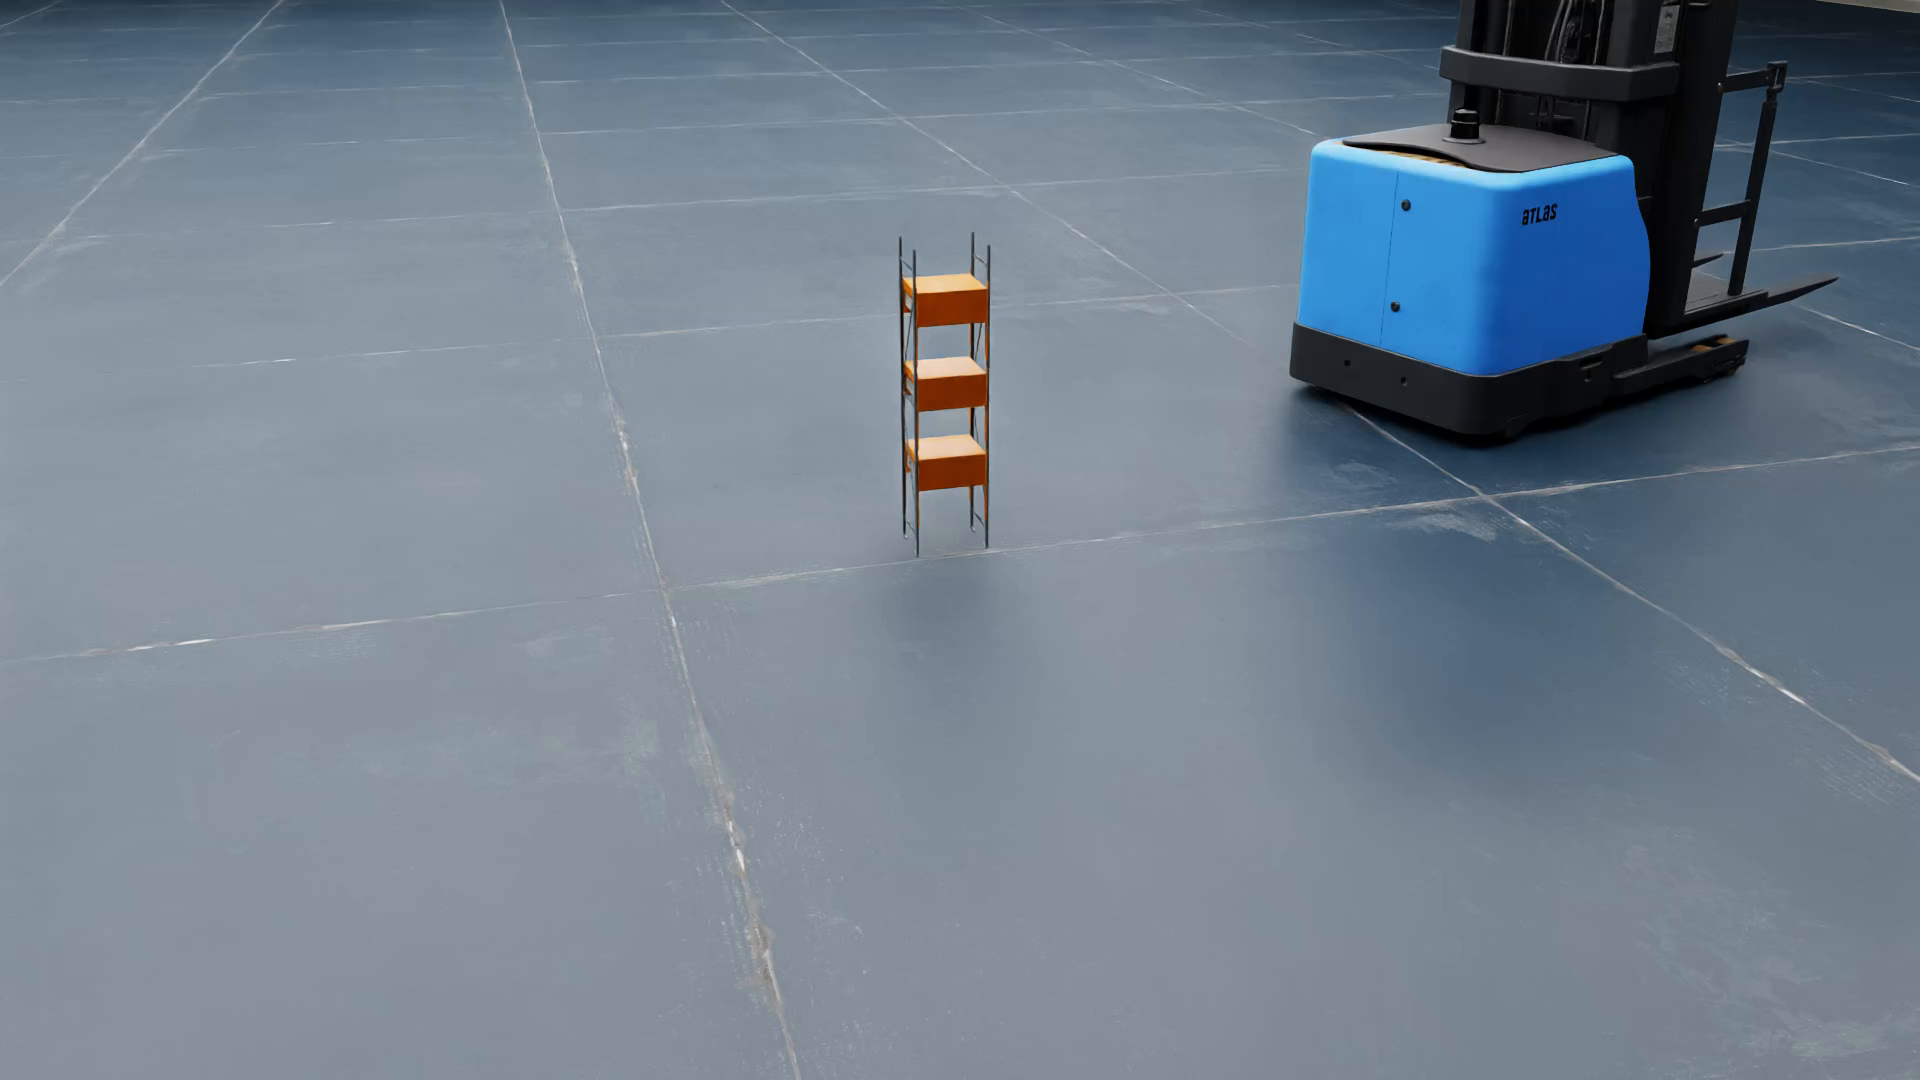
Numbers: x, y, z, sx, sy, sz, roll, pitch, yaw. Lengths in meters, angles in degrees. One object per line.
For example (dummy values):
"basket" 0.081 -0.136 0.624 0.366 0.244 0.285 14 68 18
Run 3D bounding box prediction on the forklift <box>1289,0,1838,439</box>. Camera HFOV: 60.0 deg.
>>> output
"forklift" 2.924 -2.196 7.150 3.031 2.935 1.130 -16 28 -33

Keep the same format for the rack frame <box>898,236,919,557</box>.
"rack frame" -0.169 -0.464 5.499 0.008 1.050 0.200 -6 24 -14

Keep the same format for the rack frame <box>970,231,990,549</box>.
"rack frame" 0.066 -0.490 5.560 0.008 1.050 0.200 -6 24 -14

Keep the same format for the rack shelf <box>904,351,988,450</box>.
"rack shelf" -0.052 -0.467 5.534 0.240 0.259 0.215 -6 24 -14

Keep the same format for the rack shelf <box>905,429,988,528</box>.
"rack shelf" -0.052 -0.212 5.643 0.240 0.259 0.215 -6 24 -14

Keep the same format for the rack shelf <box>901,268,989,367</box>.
"rack shelf" -0.052 -0.728 5.422 0.240 0.259 0.215 -6 24 -14

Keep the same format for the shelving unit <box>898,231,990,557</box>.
"shelving unit" -0.052 -0.477 5.530 0.252 1.050 0.215 -6 24 -14
